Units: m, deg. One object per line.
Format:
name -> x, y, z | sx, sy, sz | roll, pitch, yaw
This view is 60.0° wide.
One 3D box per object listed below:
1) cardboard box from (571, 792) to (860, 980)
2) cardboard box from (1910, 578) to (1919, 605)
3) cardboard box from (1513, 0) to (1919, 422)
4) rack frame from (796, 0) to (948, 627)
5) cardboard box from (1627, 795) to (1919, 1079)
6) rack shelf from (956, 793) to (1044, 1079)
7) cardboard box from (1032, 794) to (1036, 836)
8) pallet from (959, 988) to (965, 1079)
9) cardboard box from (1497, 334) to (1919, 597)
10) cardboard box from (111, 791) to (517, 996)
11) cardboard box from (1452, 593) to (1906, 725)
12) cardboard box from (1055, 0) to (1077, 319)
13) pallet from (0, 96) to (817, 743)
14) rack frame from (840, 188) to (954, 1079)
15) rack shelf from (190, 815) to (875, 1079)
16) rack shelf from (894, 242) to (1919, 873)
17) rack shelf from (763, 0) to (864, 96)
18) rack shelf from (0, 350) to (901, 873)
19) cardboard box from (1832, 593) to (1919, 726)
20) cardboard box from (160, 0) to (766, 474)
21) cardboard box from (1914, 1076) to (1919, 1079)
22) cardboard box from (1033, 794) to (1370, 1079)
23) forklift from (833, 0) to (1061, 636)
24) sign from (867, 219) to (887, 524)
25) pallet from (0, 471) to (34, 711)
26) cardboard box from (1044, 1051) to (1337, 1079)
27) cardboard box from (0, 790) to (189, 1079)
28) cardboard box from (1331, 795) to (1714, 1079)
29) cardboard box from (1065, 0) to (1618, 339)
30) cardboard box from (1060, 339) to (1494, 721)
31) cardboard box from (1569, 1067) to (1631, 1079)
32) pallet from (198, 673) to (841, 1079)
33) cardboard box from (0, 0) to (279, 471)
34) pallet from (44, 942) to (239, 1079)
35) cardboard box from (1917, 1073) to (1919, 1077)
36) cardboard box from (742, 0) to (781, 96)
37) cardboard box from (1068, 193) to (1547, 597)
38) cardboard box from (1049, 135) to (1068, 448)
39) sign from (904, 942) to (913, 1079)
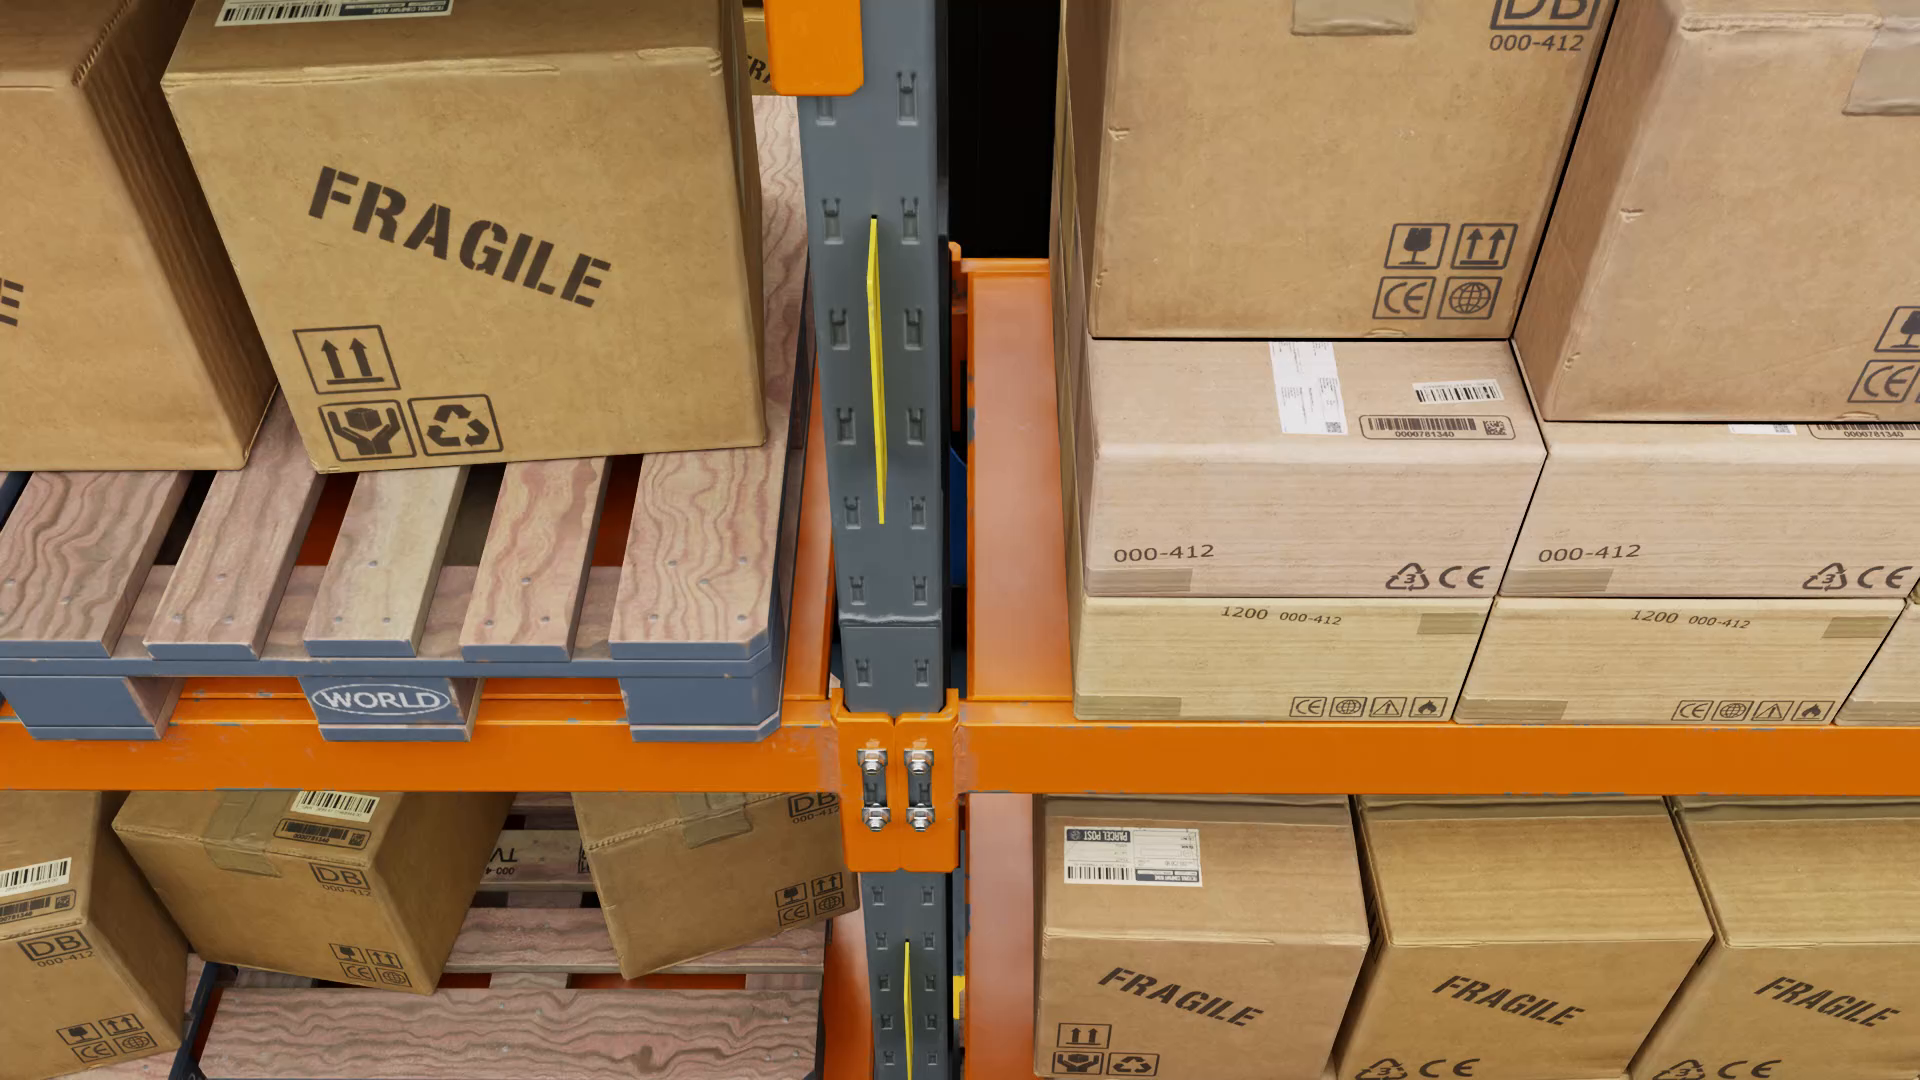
cardboard box -> -0.557, 0.421, 3.453 | 0.500, 0.500, 0.700 | -14, 49, -13
cardboard box -> 1.401, -0.185, 2.084 | 0.500, 0.250, 0.500 | 0, 47, 0
cardboard box -> 0.902, -0.555, 1.917 | 0.500, 0.500, 0.700 | 0, 47, 0
rack frame -> -0.084, -1.281, 1.294 | 0.127, 3.000, 1.000 | 0, 47, 0
cardboard box -> 1.416, 0.599, 2.892 | 0.500, 0.500, 0.500 | -1, 47, -1
rack shelf -> 1.916, 1.014, 3.748 | 4.000, 0.370, 1.077 | 0, 47, 0
cardboard box -> 0.417, 0.543, 3.627 | 0.500, 0.500, 0.500 | 1, 47, 1
pallet -> 0.602, 1.716, 4.509 | 1.213, 0.211, 1.003 | 0, 47, 0
cardboard box -> 0.901, -0.195, 2.094 | 0.500, 0.250, 0.500 | 0, 47, 0
cardboard box -> -1.245, 0.466, 3.412 | 0.500, 0.500, 0.700 | 7, 47, 6
cardboard box -> 0.901, -0.021, 2.273 | 0.500, 0.250, 0.500 | 0, 47, 0
cardboard box -> 0.403, -0.575, 2.448 | 0.500, 0.250, 0.500 | 0, 47, 0
pallet -> -0.736, -0.248, 2.511 | 1.003, 0.211, 1.213 | 0, 47, 0
rack frame -> -0.084, 0.763, 3.490 | 0.127, 3.000, 1.000 | 0, 47, 0
rack shelf -> -2.084, 1.003, 3.759 | 4.000, 0.370, 1.077 | 0, 47, 0
rack shelf -> 1.916, -0.008, 2.650 | 4.000, 0.370, 1.077 | 0, 47, 0
rack shelf -> -2.084, -0.905, 1.709 | 4.000, 0.370, 1.077 | 0, 47, 0
rack shelf -> -2.084, -0.019, 2.661 | 4.000, 0.370, 1.077 | 0, 47, 0
cardboard box -> 1.401, -0.018, 2.271 | 0.500, 0.250, 0.500 | 0, 47, 0
cardboard box -> -0.588, -0.525, 2.217 | 0.600, 0.600, 0.600 | -4, 47, -4
cardboard box -> 1.437, 0.932, 3.265 | 0.500, 0.500, 0.500 | 0, 47, 0
cardboard box -> 0.386, 0.596, 2.895 | 0.500, 0.500, 0.500 | 1, 47, 1
forklift -> 0.657, -0.999, 5.178 | 3.031, 2.935, 1.130 | 1, 47, 1
sign -> -0.083, -0.163, 1.681 | 0.005, 0.325, 0.100 | 0, 47, 0
pallet -> -1.773, -0.248, 2.511 | 1.003, 0.211, 1.213 | 0, 47, 0
cardboard box -> 0.424, 0.930, 3.267 | 0.500, 0.500, 0.500 | 1, 47, 1
cardboard box -> -1.851, 0.627, 3.262 | 0.500, 0.500, 0.700 | -11, 48, -10
cardboard box -> 0.902, 0.597, 2.894 | 0.500, 0.500, 0.500 | -1, 47, -1
cardboard box -> 0.402, -0.660, 2.014 | 0.500, 0.500, 0.700 | 0, 47, 0
cardboard box -> 0.401, -0.025, 2.277 | 0.500, 0.250, 0.500 | 0, 47, 0
cardboard box -> 0.936, 0.929, 3.268 | 0.500, 0.500, 0.500 | 1, 47, 1
pallet -> -0.883, 0.747, 3.637 | 1.213, 0.211, 1.003 | 0, 47, 0
cardboard box -> -1.256, -0.510, 2.203 | 0.600, 0.600, 0.600 | 0, 47, 0
pallet -> -2.140, 0.820, 3.569 | 1.213, 0.211, 1.003 | 0, 47, 0
cardboard box -> 1.932, 0.599, 2.891 | 0.500, 0.500, 0.500 | 1, 47, 1
cardboard box -> -0.720, -2.180, 7.411 | 0.750, 0.750, 0.750 | 1, 47, 1
cardboard box -> 0.401, -0.195, 2.094 | 0.500, 0.250, 0.500 | 0, 47, 0
cardboard box -> 0.403, -0.401, 2.627 | 0.500, 0.250, 0.500 | 0, 47, 0
sign -> -0.083, 0.775, 2.688 | 0.005, 0.325, 0.100 | 0, 47, 0
